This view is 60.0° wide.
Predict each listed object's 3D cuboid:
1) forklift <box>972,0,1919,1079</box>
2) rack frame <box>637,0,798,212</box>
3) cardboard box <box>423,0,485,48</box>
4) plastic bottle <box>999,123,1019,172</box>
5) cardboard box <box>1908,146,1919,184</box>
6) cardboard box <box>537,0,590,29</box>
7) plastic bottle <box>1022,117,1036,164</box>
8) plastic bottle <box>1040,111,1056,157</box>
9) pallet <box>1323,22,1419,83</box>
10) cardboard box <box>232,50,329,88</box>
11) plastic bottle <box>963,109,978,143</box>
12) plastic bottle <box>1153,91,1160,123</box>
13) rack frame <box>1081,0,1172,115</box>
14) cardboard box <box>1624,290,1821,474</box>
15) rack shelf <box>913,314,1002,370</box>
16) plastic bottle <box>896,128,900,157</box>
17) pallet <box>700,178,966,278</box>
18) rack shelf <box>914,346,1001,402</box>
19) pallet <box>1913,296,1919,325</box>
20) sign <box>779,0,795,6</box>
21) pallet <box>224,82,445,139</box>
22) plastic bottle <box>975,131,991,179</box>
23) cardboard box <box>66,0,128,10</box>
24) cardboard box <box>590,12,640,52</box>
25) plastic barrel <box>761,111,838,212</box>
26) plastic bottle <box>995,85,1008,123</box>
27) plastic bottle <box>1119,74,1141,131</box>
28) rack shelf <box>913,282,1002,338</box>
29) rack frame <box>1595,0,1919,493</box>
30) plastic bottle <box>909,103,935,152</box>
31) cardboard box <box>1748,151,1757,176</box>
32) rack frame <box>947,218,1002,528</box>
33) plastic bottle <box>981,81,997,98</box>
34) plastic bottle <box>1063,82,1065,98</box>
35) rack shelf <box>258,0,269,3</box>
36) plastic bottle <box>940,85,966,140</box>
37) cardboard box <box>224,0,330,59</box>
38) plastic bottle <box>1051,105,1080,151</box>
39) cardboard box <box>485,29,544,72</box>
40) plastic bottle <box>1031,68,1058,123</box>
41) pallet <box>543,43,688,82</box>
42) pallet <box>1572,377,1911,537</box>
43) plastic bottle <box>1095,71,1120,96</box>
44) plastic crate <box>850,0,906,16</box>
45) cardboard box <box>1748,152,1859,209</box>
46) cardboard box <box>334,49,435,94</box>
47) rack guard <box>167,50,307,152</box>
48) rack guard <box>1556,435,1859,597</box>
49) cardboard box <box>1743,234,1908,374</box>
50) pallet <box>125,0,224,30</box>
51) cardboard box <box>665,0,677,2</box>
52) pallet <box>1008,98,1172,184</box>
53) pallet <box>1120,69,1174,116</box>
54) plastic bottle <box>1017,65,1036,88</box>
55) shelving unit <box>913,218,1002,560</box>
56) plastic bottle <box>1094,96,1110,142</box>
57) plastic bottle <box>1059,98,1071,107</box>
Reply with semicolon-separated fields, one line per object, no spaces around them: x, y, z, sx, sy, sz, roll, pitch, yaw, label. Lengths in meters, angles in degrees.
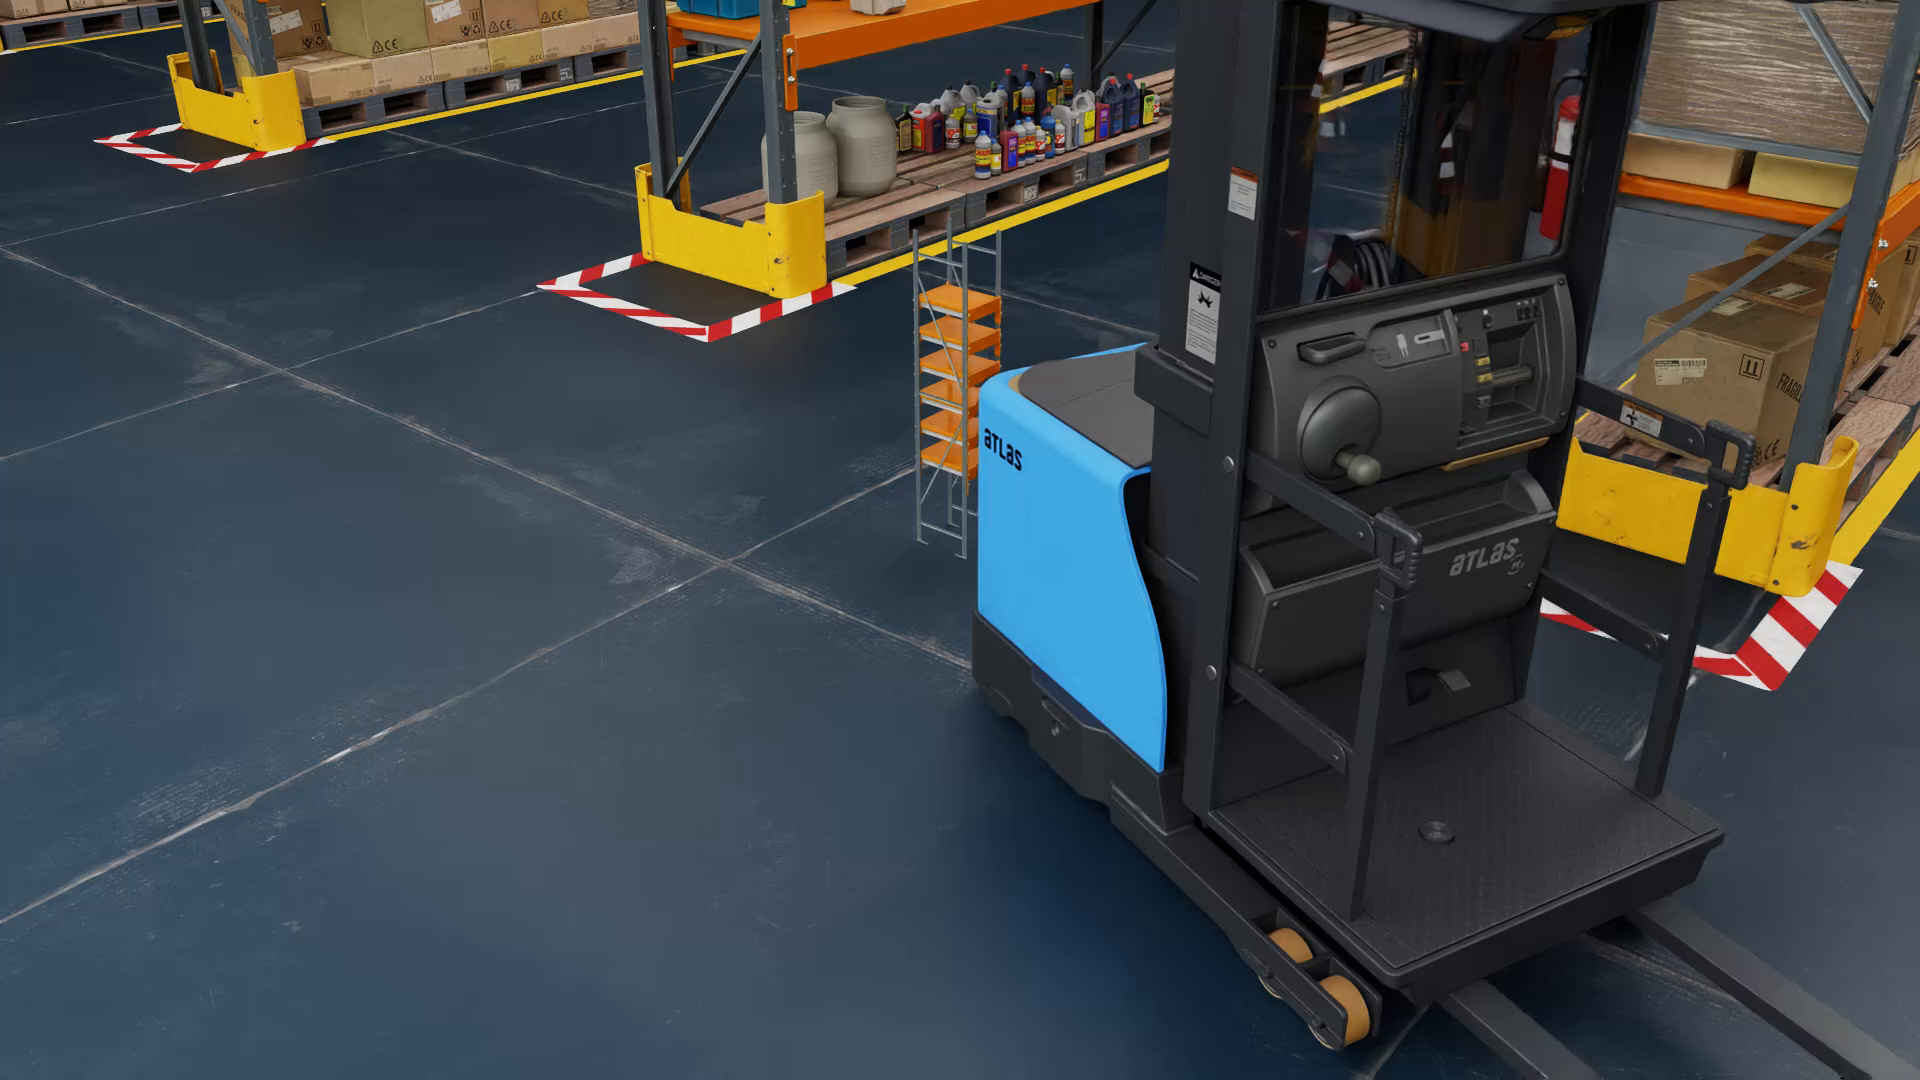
1.190;-0.341;3.720;1.130;2.935;3.031;-14;31;-25;forklift
-1.257;-2.771;8.341;1.000;3.000;0.127;21;34;34;rack frame
-3.939;-4.002;12.441;0.500;0.500;0.500;21;34;34;cardboard box
0.295;-2.386;10.076;0.061;0.283;0.133;21;34;35;plastic bottle
3.275;-1.410;5.985;0.380;0.149;0.250;21;34;34;cardboard box
-3.301;-4.356;13.124;0.500;0.500;0.500;21;34;34;cardboard box
0.419;-2.463;10.237;0.097;0.271;0.097;0;27;0;plastic bottle
0.547;-2.535;10.376;0.097;0.271;0.097;0;27;0;plastic bottle
3.309;-4.105;13.956;1.003;0.211;1.213;21;34;34;pallet
-4.963;-3.461;12.212;0.500;0.250;0.500;21;34;34;cardboard box
0.066;-2.673;10.719;0.097;0.201;0.097;0;27;0;plastic bottle
1.297;-2.922;11.200;0.097;0.201;0.097;0;27;0;plastic bottle
1.287;-4.189;11.083;1.000;3.000;0.127;21;34;34;rack frame
2.975;-0.616;6.439;0.500;0.500;0.500;-21;34;-35;cardboard box
-0.009;-0.701;5.875;0.258;0.103;0.180;21;34;34;rack shelf
-0.427;-2.502;10.389;0.097;0.201;0.097;0;27;0;plastic bottle
-0.724;-1.859;9.614;1.003;0.211;1.213;21;34;34;pallet
-0.009;-0.595;5.930;0.258;0.103;0.180;21;34;34;rack shelf
4.709;-1.254;8.445;1.003;0.211;1.213;21;34;34;pallet
-0.835;-2.731;7.964;0.100;0.325;0.005;21;34;34;sign
-4.622;-3.265;12.331;1.003;0.211;1.213;21;34;34;pallet
0.137;-2.306;9.934;0.097;0.271;0.097;0;27;0;plastic bottle
-8.029;-5.088;15.269;0.500;0.311;0.500;24;36;38;cardboard box
-2.984;-4.200;13.640;0.500;0.250;0.500;21;34;34;cardboard box
-0.897;-2.108;9.311;0.421;0.512;0.421;0;27;0;plastic barrel
0.269;-2.878;11.038;0.097;0.271;0.097;0;27;0;plastic bottle
1.100;-2.895;10.986;0.144;0.351;0.185;20;33;33;plastic bottle
-0.009;-0.808;5.819;0.258;0.103;0.180;21;34;34;rack shelf
2.565;-1.323;5.543;1.000;3.000;0.127;21;34;34;rack frame
-0.245;-2.617;10.530;0.152;0.276;0.135;21;34;35;plastic bottle
2.747;-1.461;6.084;0.380;0.149;0.250;21;34;34;cardboard box
0.049;-0.560;6.027;0.240;1.200;0.006;21;34;34;rack frame
0.197;-2.900;11.068;0.061;0.283;0.133;23;35;37;plastic bottle
0.682;-3.120;11.584;0.097;0.201;0.097;0;27;0;plastic bottle
-3.804;-4.609;12.678;1.077;0.370;4.000;21;34;34;rack shelf
-0.055;-2.759;10.723;0.144;0.351;0.185;22;35;36;plastic bottle
-4.965;-3.795;12.041;0.500;0.500;0.500;21;34;34;cardboard box
0.666;-2.623;10.541;0.152;0.276;0.135;21;34;35;plastic bottle
-3.608;-3.841;12.946;0.500;0.250;0.500;21;34;34;cardboard box
0.565;-3.001;11.190;0.144;0.351;0.185;21;34;34;plastic bottle
-3.070;-4.130;14.003;1.003;0.211;1.213;21;34;34;pallet
3.157;-0.389;6.773;1.003;0.211;1.213;21;34;34;pallet
0.989;-2.937;11.067;0.144;0.351;0.185;21;34;34;plastic bottle
-0.439;-2.877;8.833;0.298;0.136;0.250;21;34;34;plastic crate
2.930;-1.243;5.661;0.380;0.149;0.250;21;34;34;cardboard box
-4.249;-3.488;12.264;0.500;0.250;0.500;21;34;34;cardboard box
-5.092;-3.101;11.700;1.175;0.500;0.348;21;34;34;rack guard
2.613;-0.240;6.169;1.175;0.500;0.348;21;34;34;rack guard
3.742;-1.054;7.287;0.500;0.500;0.500;25;36;39;cardboard box
-7.533;-5.163;16.000;1.003;0.211;1.213;21;34;34;pallet
-2.492;-4.835;14.867;0.500;0.250;0.500;20;34;34;cardboard box
0.828;-2.724;11.287;1.003;0.211;1.213;21;34;34;pallet
1.757;-3.240;12.283;1.003;0.211;1.213;21;34;34;pallet
0.454;-3.043;11.271;0.144;0.351;0.185;22;34;36;plastic bottle
-0.009;-0.528;5.964;0.258;1.200;0.189;21;34;34;shelving unit
0.907;-2.727;10.735;0.061;0.283;0.133;23;35;38;plastic bottle
0.677;-2.703;10.689;0.061;0.283;0.133;21;34;34;plastic bottle
